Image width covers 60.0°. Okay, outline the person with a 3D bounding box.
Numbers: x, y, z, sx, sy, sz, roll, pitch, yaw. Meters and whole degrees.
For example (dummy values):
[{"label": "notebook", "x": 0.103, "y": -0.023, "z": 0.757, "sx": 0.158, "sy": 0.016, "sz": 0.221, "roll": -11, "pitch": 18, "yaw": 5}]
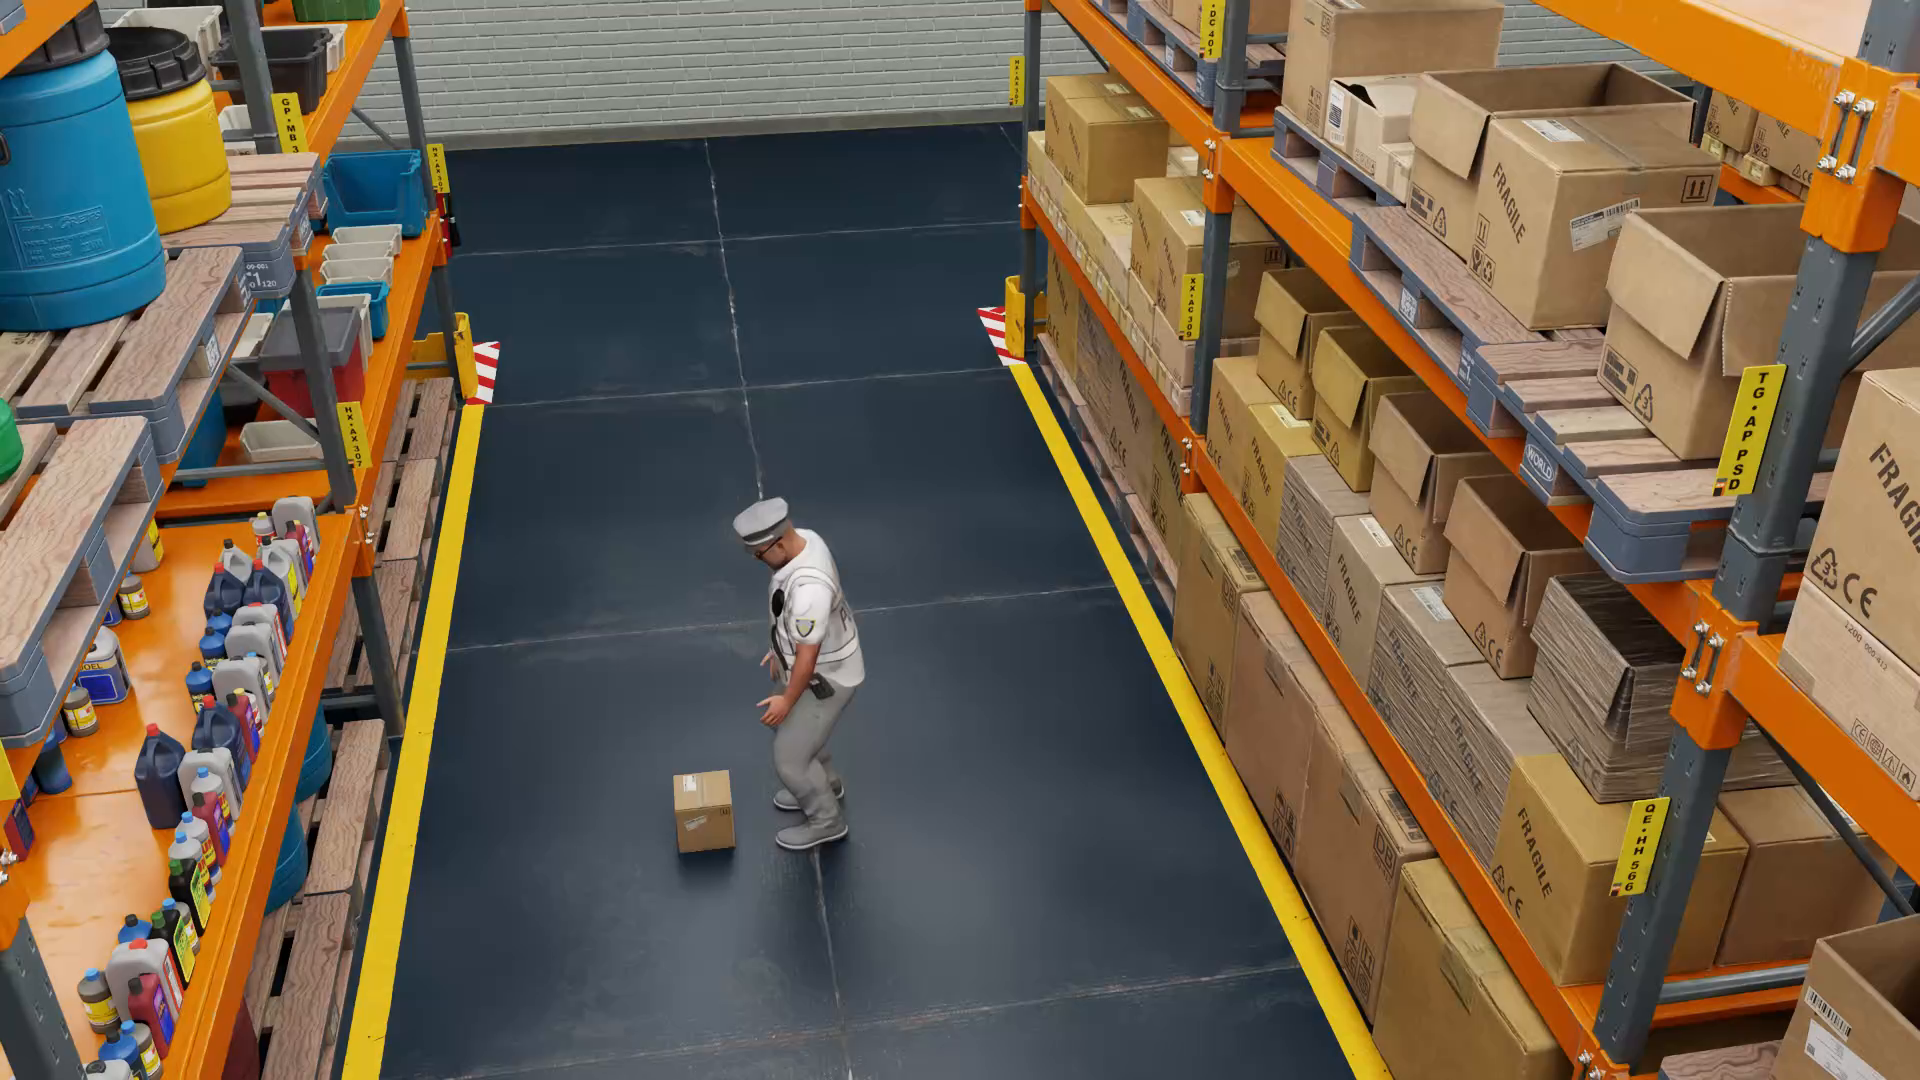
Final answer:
[{"label": "person", "x": -0.674, "y": 0.580, "z": 7.219, "sx": 0.517, "sy": 1.690, "sz": 0.561, "roll": -5, "pitch": 31, "yaw": -8}]
